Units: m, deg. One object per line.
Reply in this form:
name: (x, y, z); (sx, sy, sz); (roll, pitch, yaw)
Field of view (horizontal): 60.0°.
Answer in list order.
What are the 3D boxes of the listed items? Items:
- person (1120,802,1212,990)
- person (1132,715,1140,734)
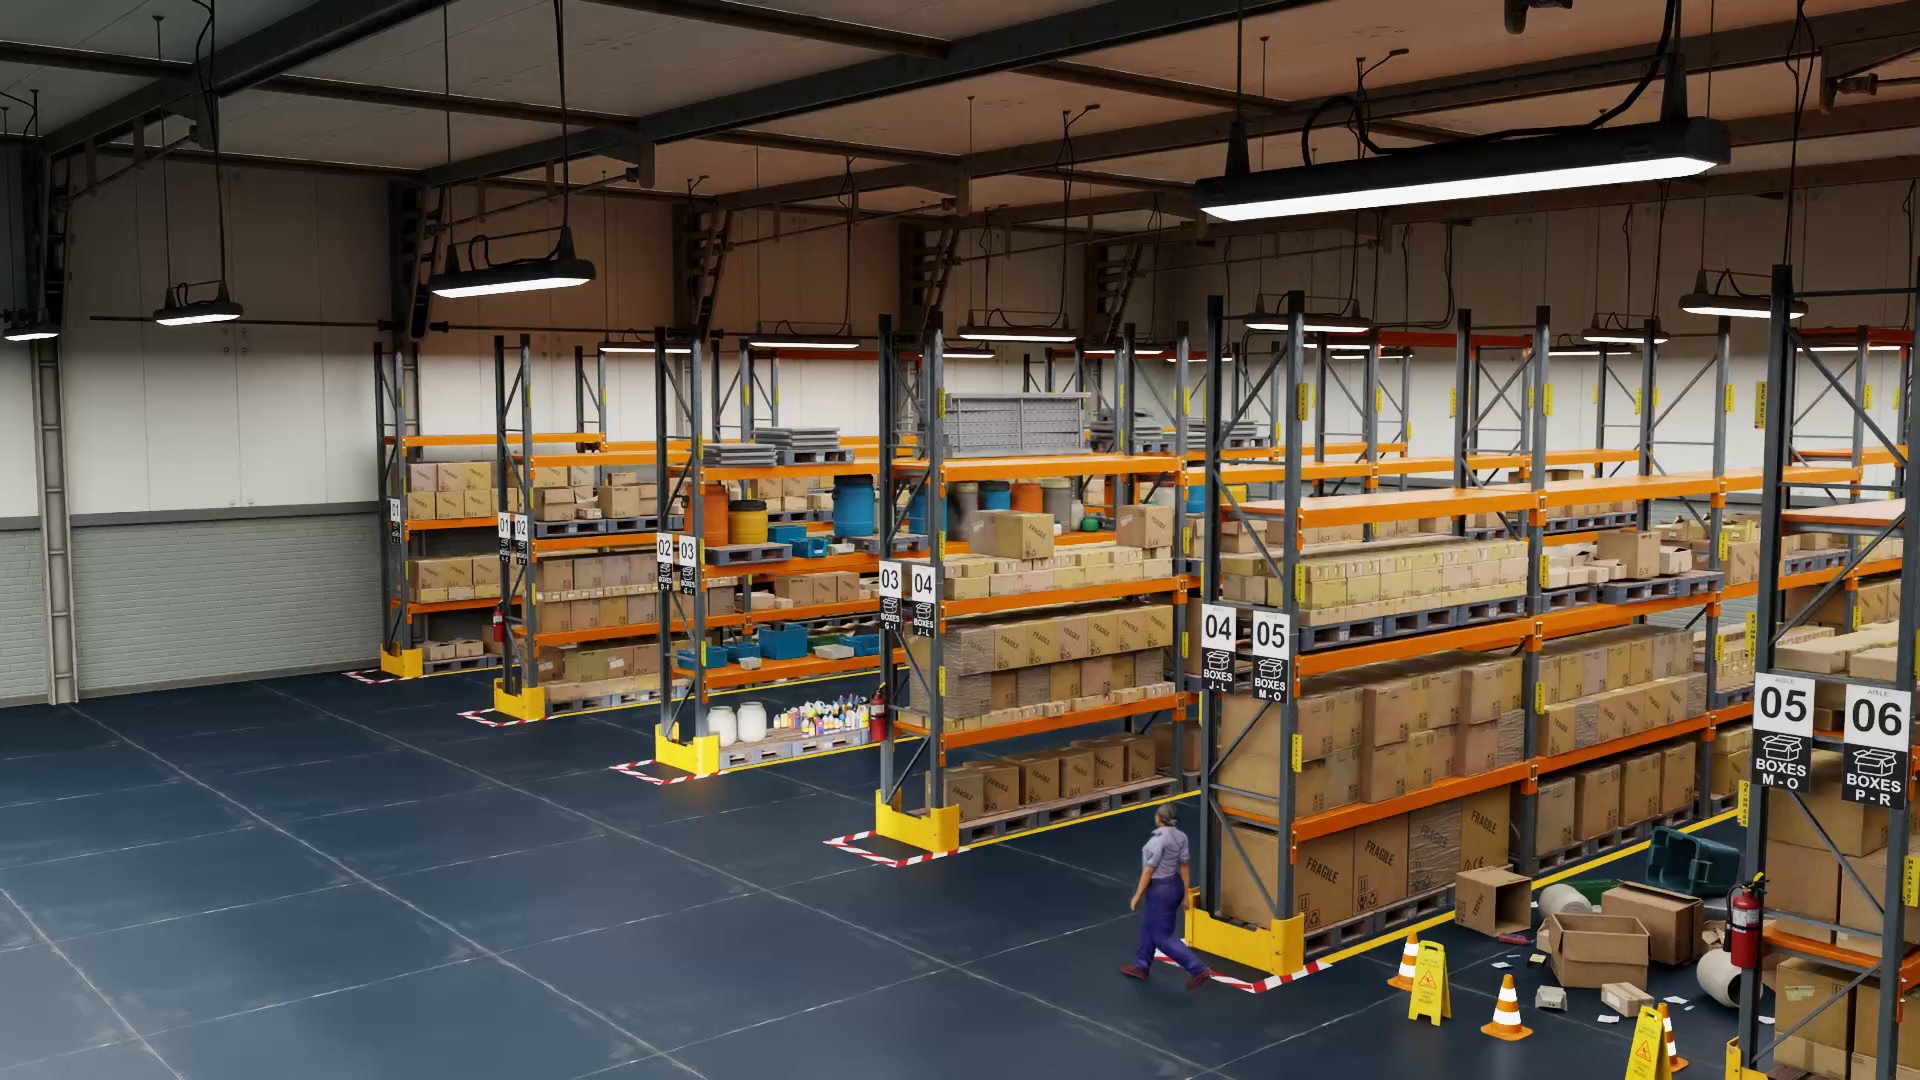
person: (1.757, 3.056, 14.332); (0.916, 1.614, 0.458); (3, 6, 26)
person: (2.414, 2.227, 23.450); (0.507, 1.681, 0.596); (0, 5, 0)
